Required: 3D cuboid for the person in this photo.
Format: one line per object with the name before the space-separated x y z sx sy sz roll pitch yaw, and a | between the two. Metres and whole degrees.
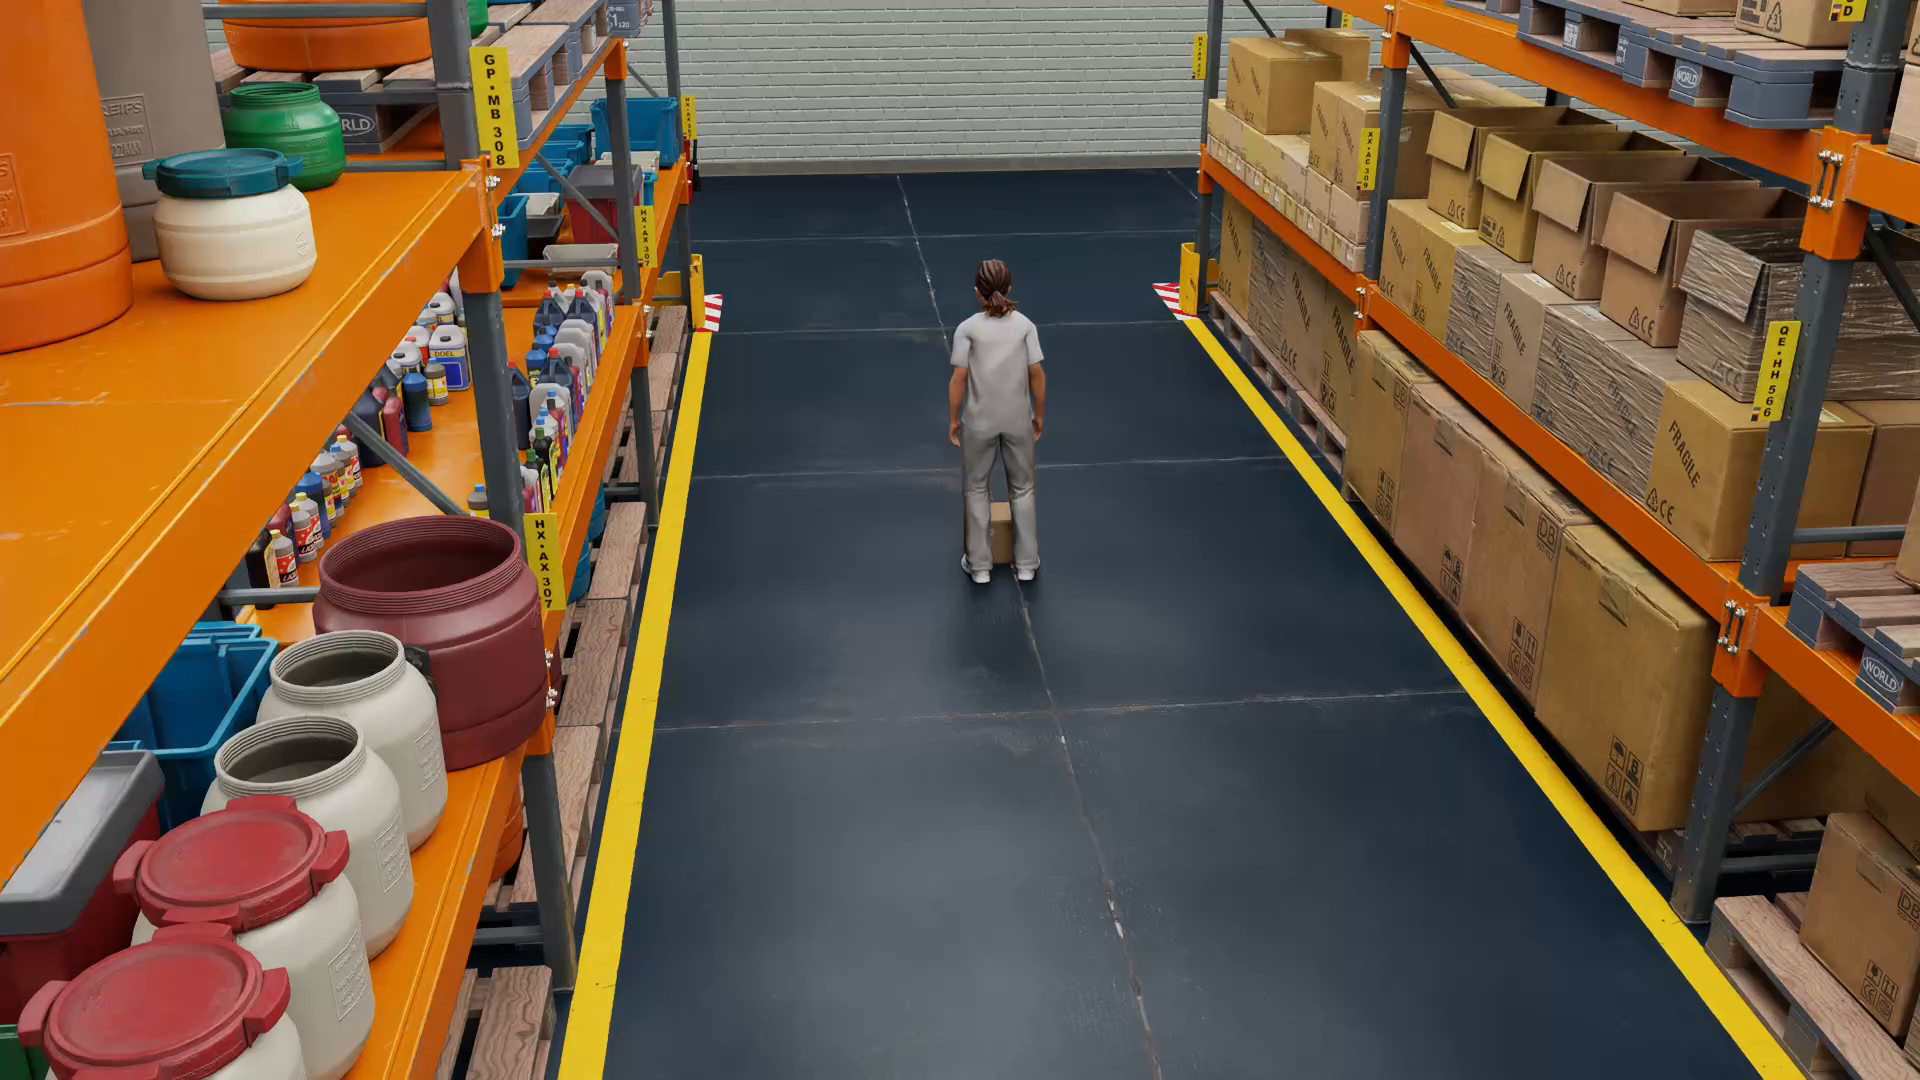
person | 0.190 -0.588 8.434 0.500 1.672 0.350 -3 24 -6
